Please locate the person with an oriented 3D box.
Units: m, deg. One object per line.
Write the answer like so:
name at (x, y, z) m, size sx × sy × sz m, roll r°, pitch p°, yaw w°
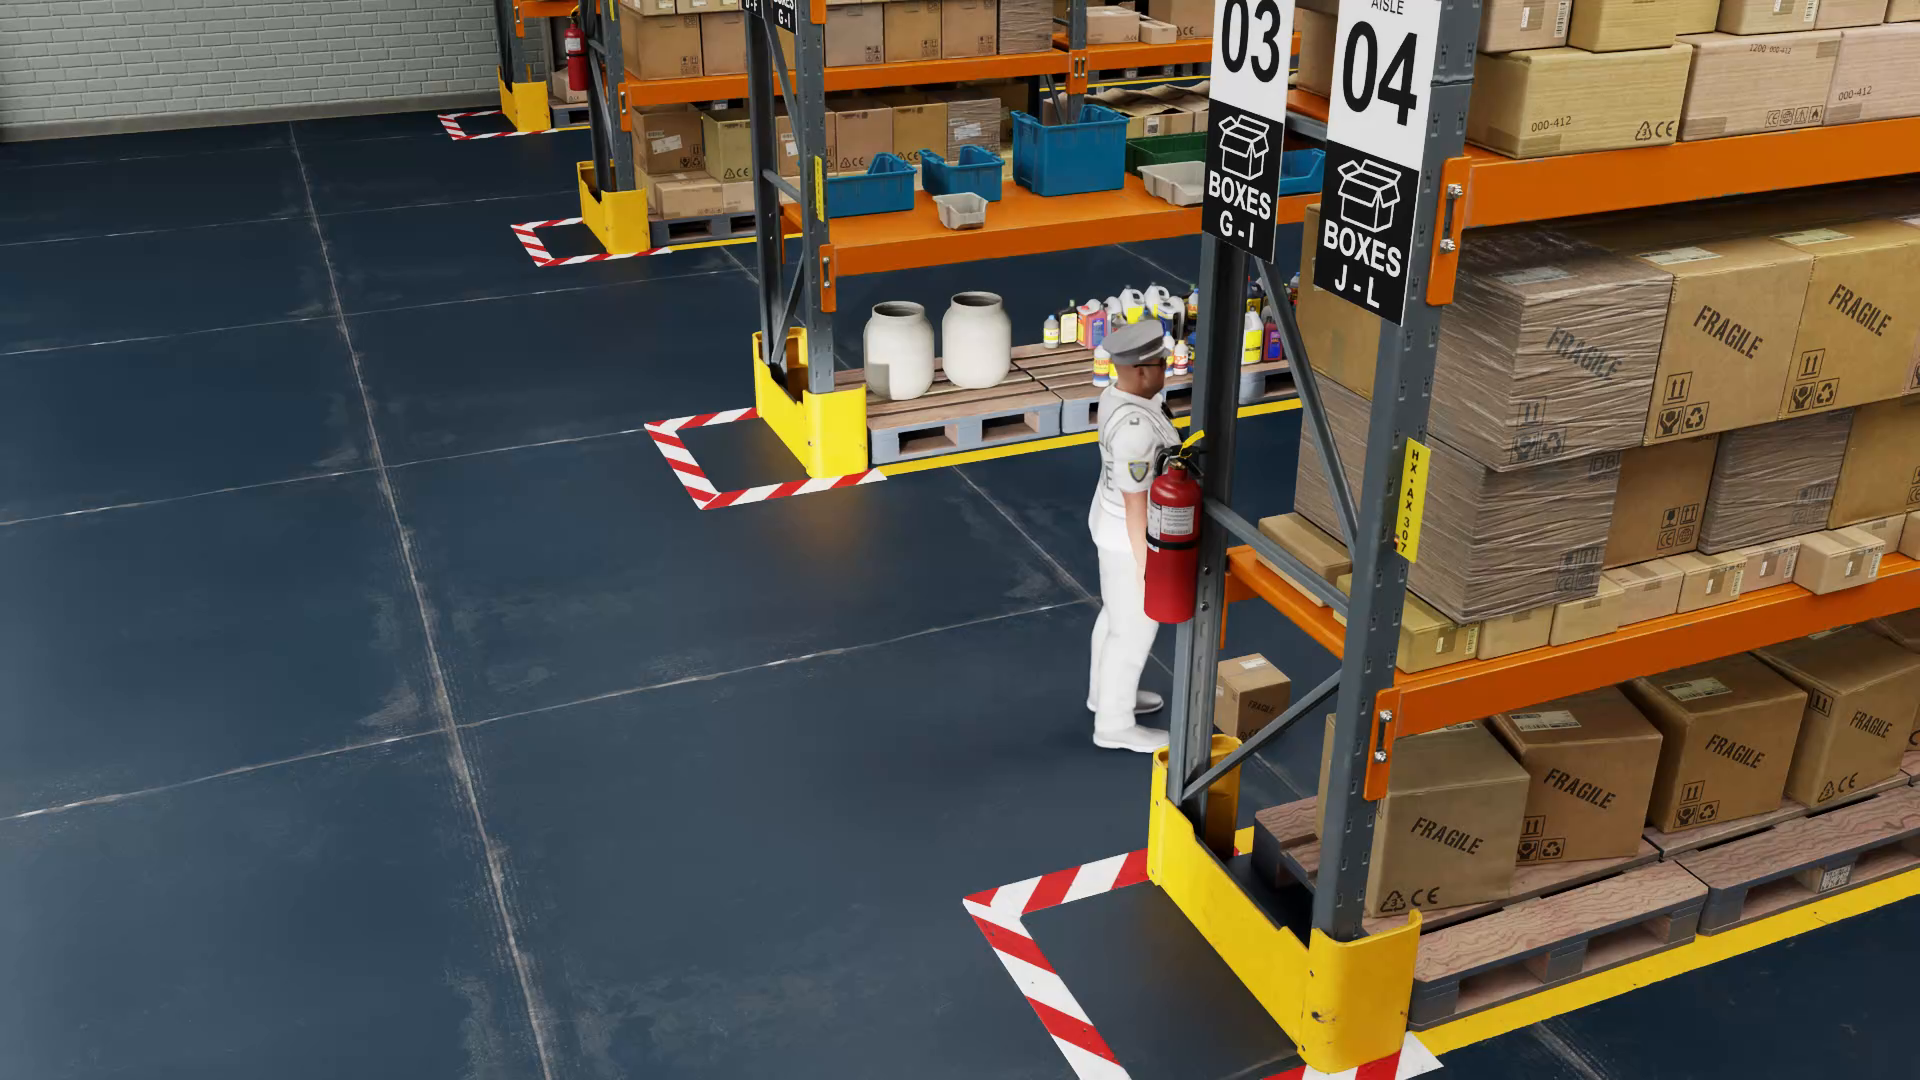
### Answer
person at (0.713, -0.021, 6.630) m, size 0.394 × 1.768 × 0.525 m, roll 0°, pitch 26°, yaw -1°
